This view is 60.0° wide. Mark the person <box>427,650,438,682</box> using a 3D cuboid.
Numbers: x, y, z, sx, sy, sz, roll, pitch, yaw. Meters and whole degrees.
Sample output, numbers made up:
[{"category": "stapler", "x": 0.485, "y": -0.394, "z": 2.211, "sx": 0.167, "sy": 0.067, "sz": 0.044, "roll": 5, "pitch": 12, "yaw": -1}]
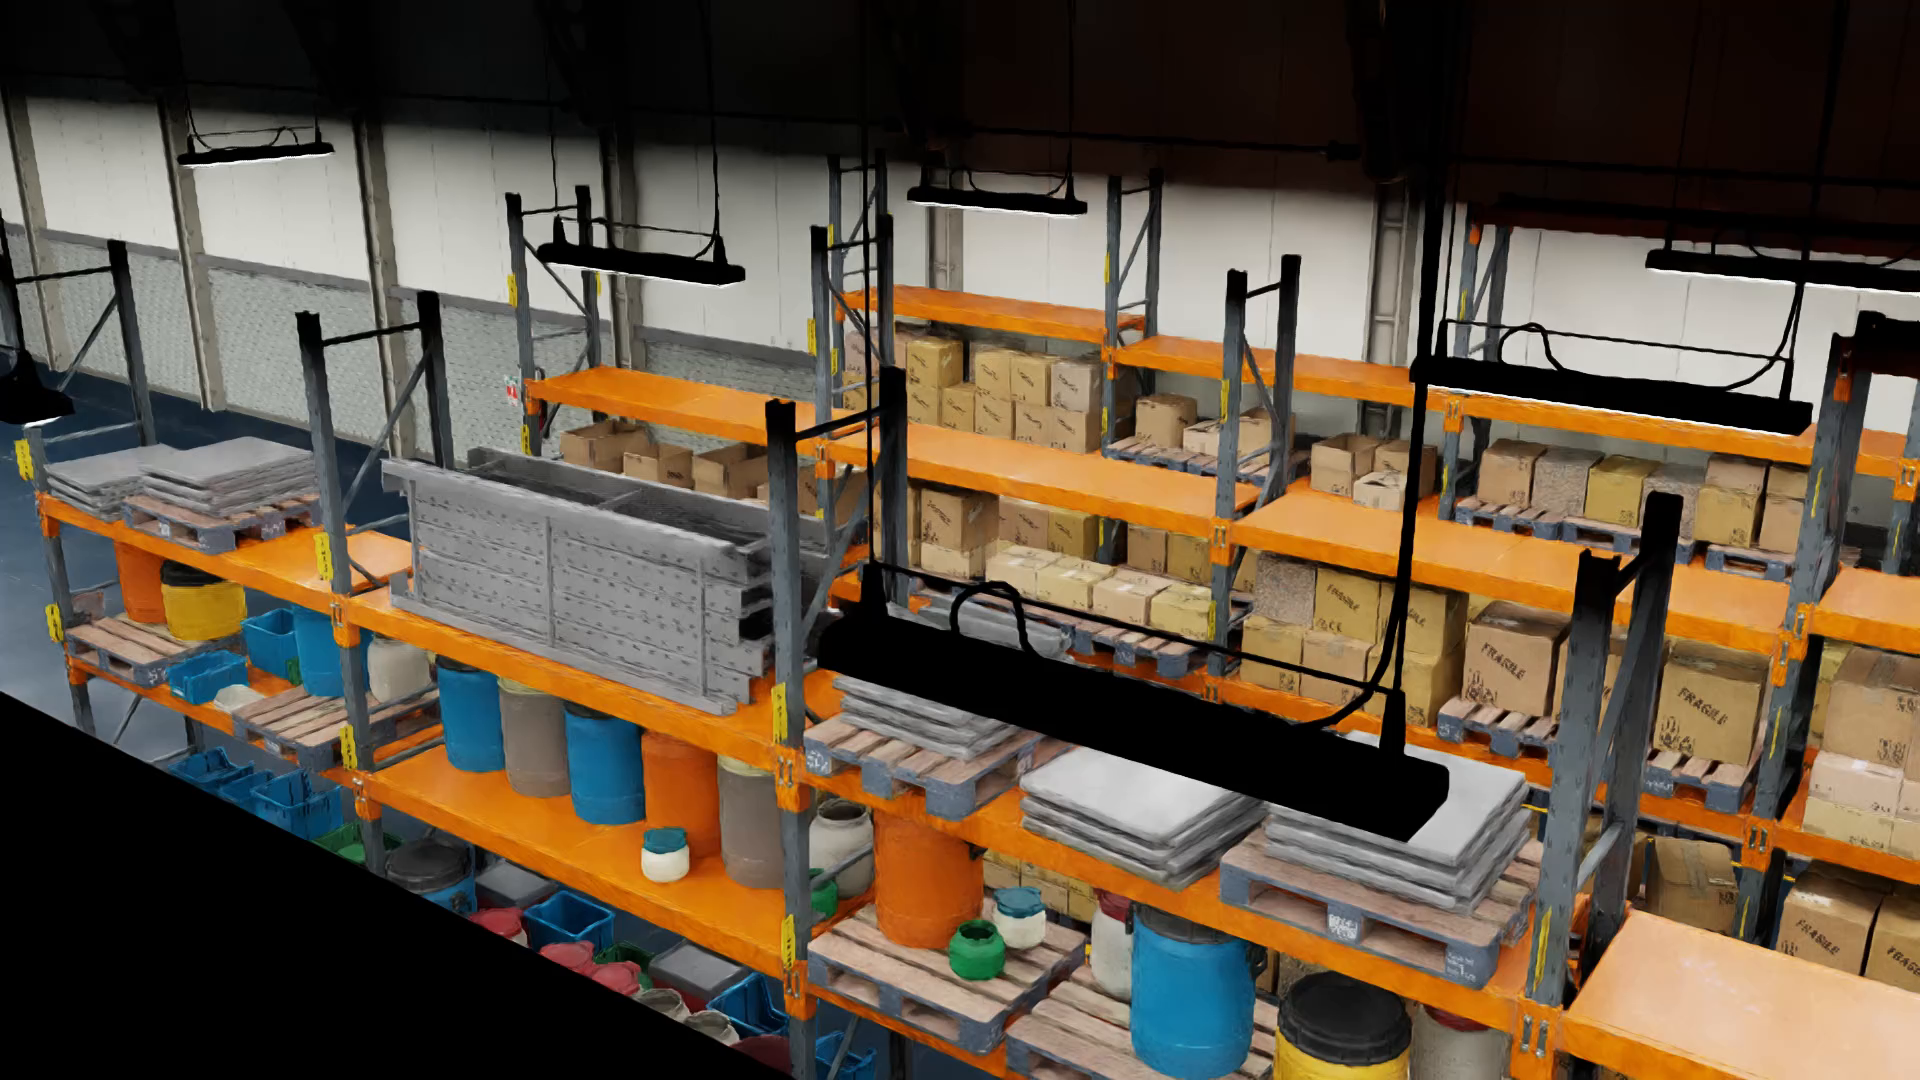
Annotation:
[{"category": "person", "x": -5.963, "y": 1.357, "z": 18.525, "sx": 0.951, "sy": 1.622, "sz": 0.485, "roll": 4, "pitch": 19, "yaw": 13}]
